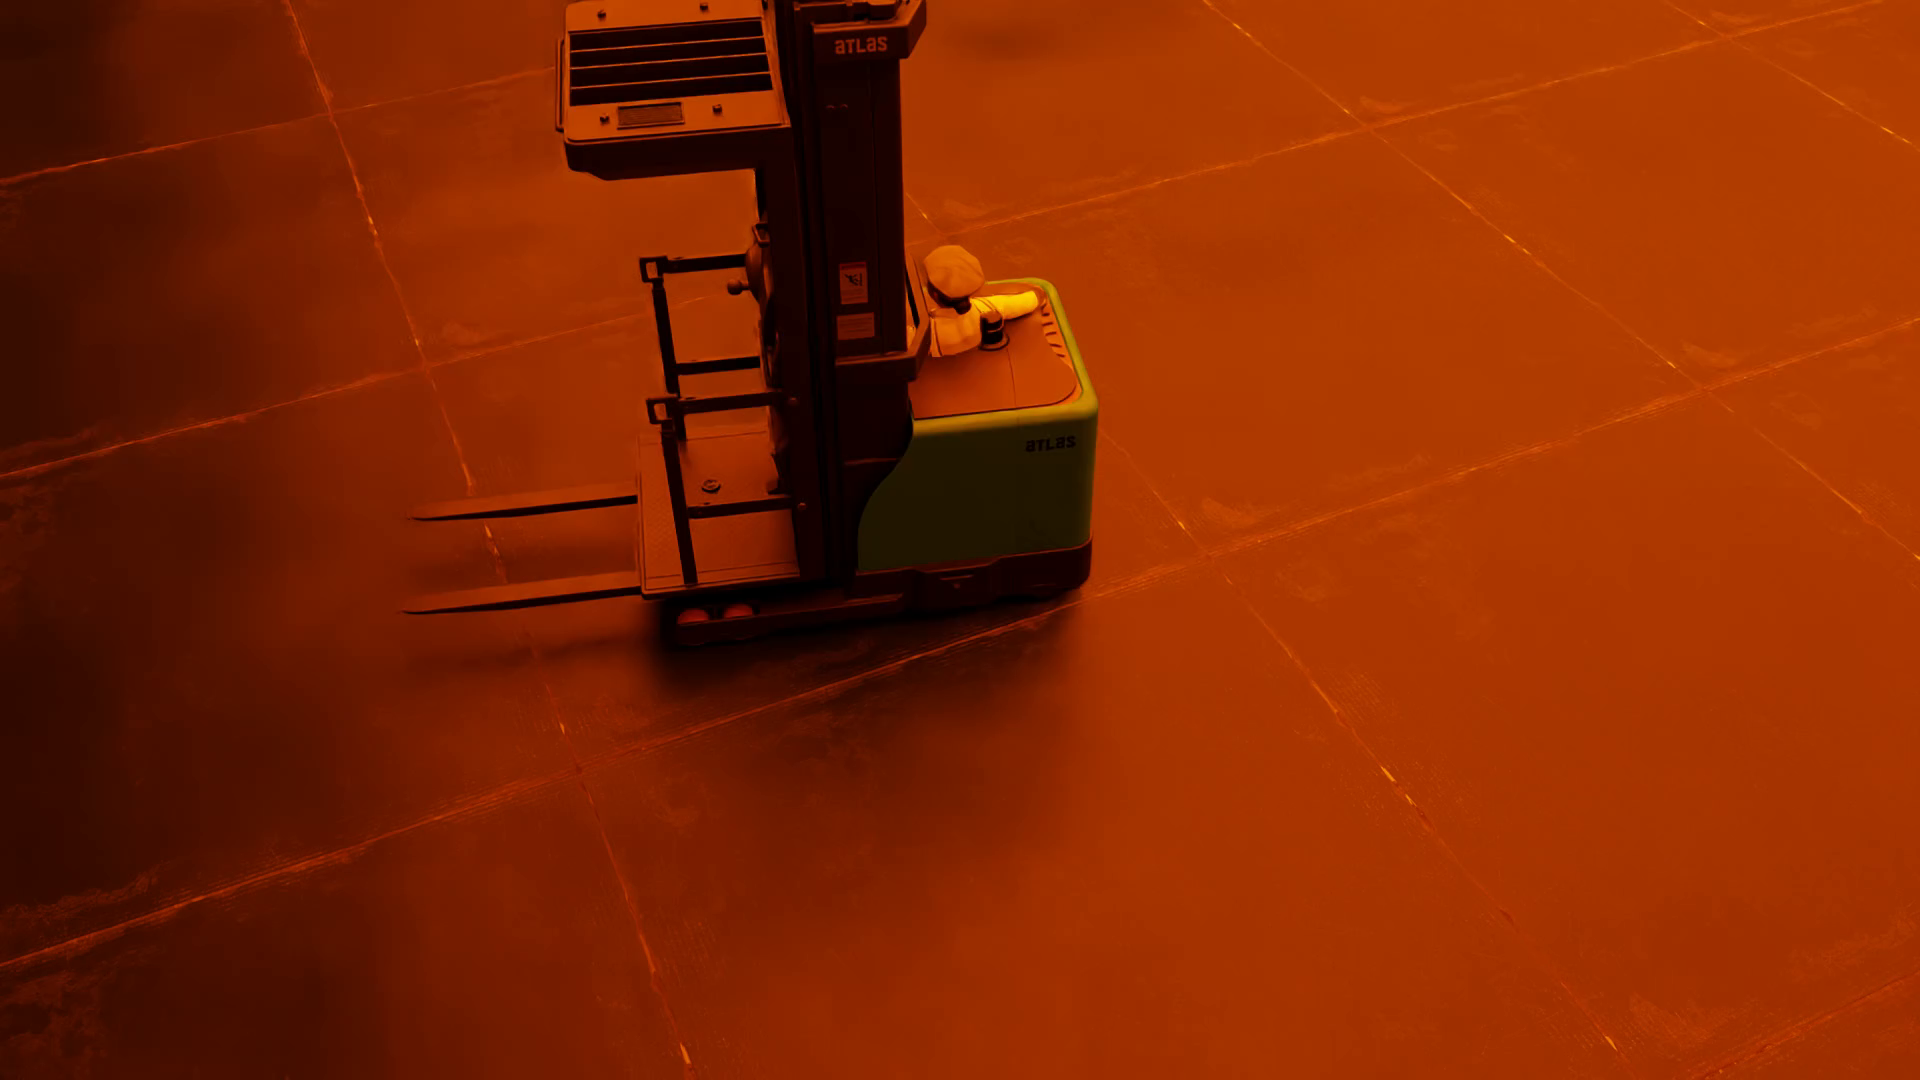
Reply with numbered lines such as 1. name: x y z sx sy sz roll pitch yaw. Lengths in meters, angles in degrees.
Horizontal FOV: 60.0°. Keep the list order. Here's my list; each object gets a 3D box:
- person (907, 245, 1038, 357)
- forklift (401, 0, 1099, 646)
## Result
1. person: -0.154 -0.819 7.544 0.918 1.451 0.814 -30 51 -28
2. forklift: -0.973 -0.997 6.748 3.031 2.935 1.130 -7 43 -7
